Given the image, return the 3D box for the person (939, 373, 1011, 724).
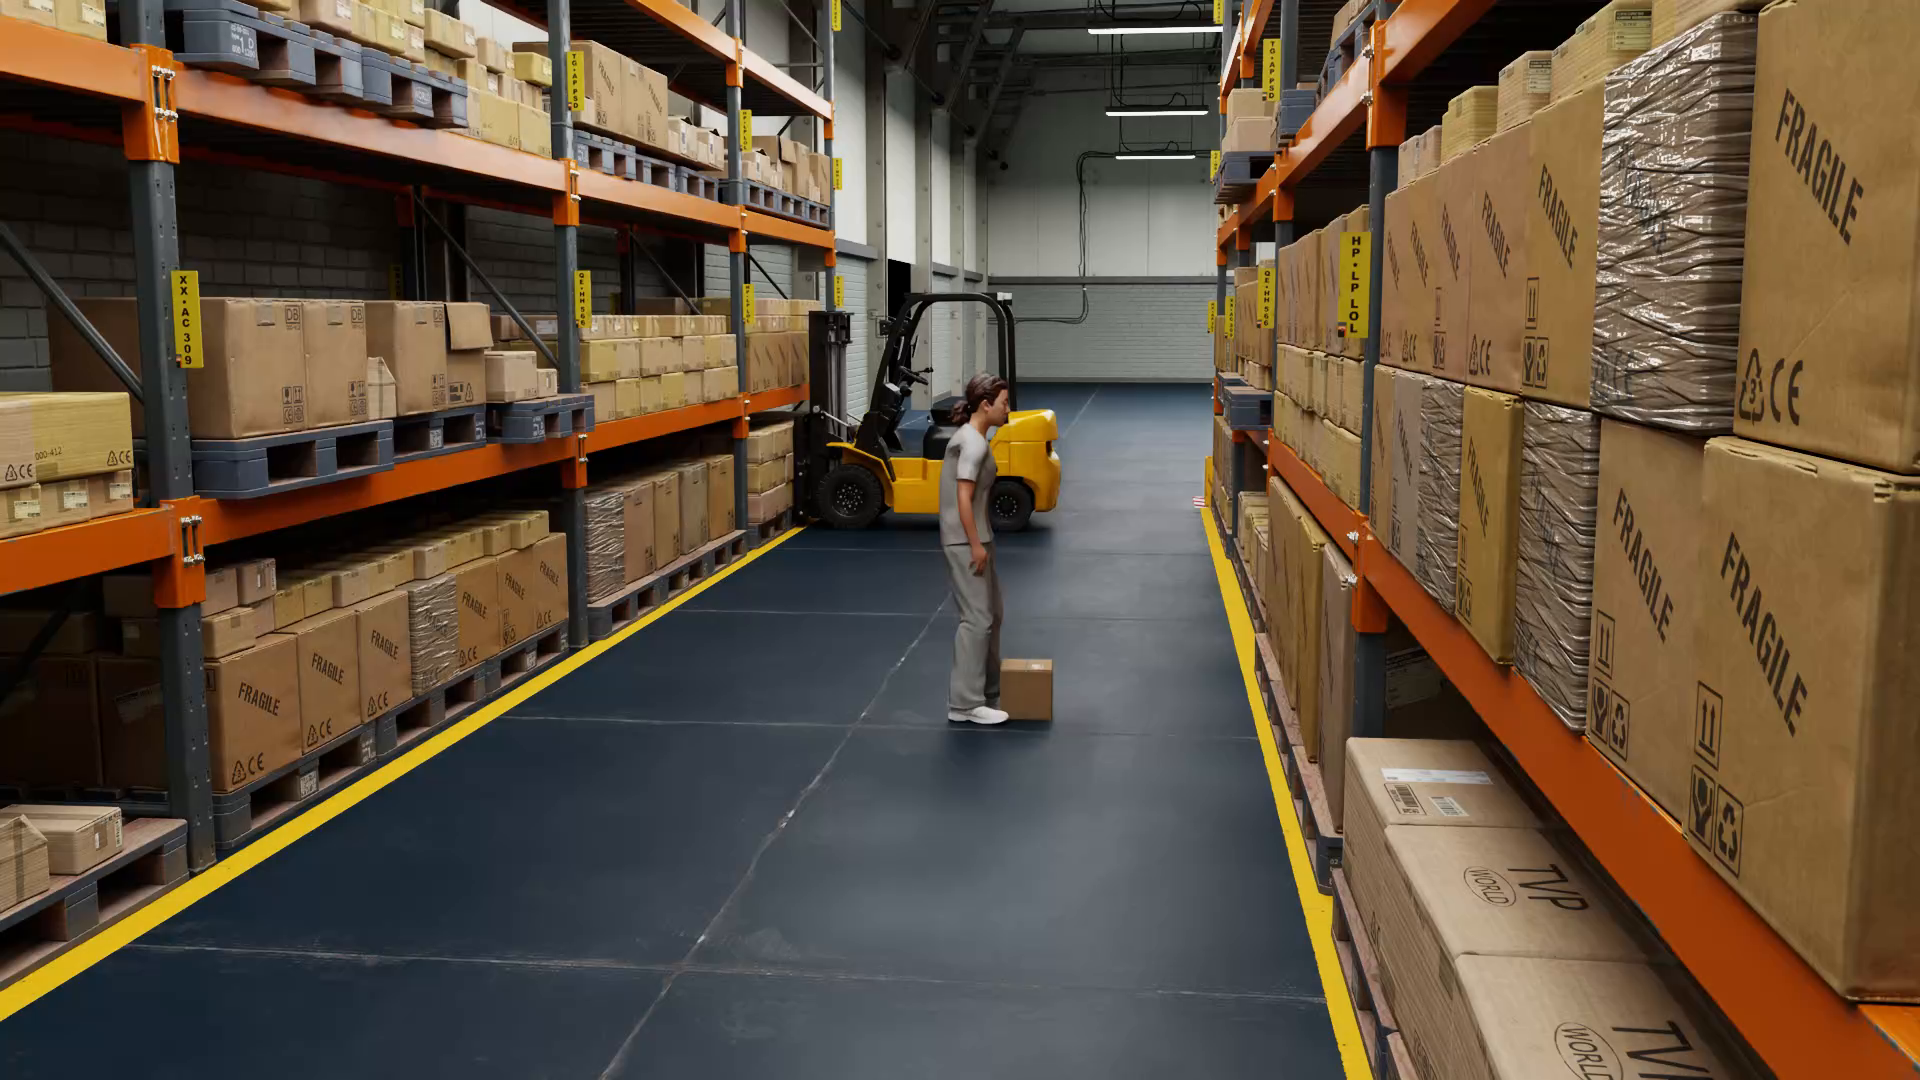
[{"bbox_3d":[0.104,0.029,8.095,0.416,1.671,0.496,1,8,4],"label":"person"}]
